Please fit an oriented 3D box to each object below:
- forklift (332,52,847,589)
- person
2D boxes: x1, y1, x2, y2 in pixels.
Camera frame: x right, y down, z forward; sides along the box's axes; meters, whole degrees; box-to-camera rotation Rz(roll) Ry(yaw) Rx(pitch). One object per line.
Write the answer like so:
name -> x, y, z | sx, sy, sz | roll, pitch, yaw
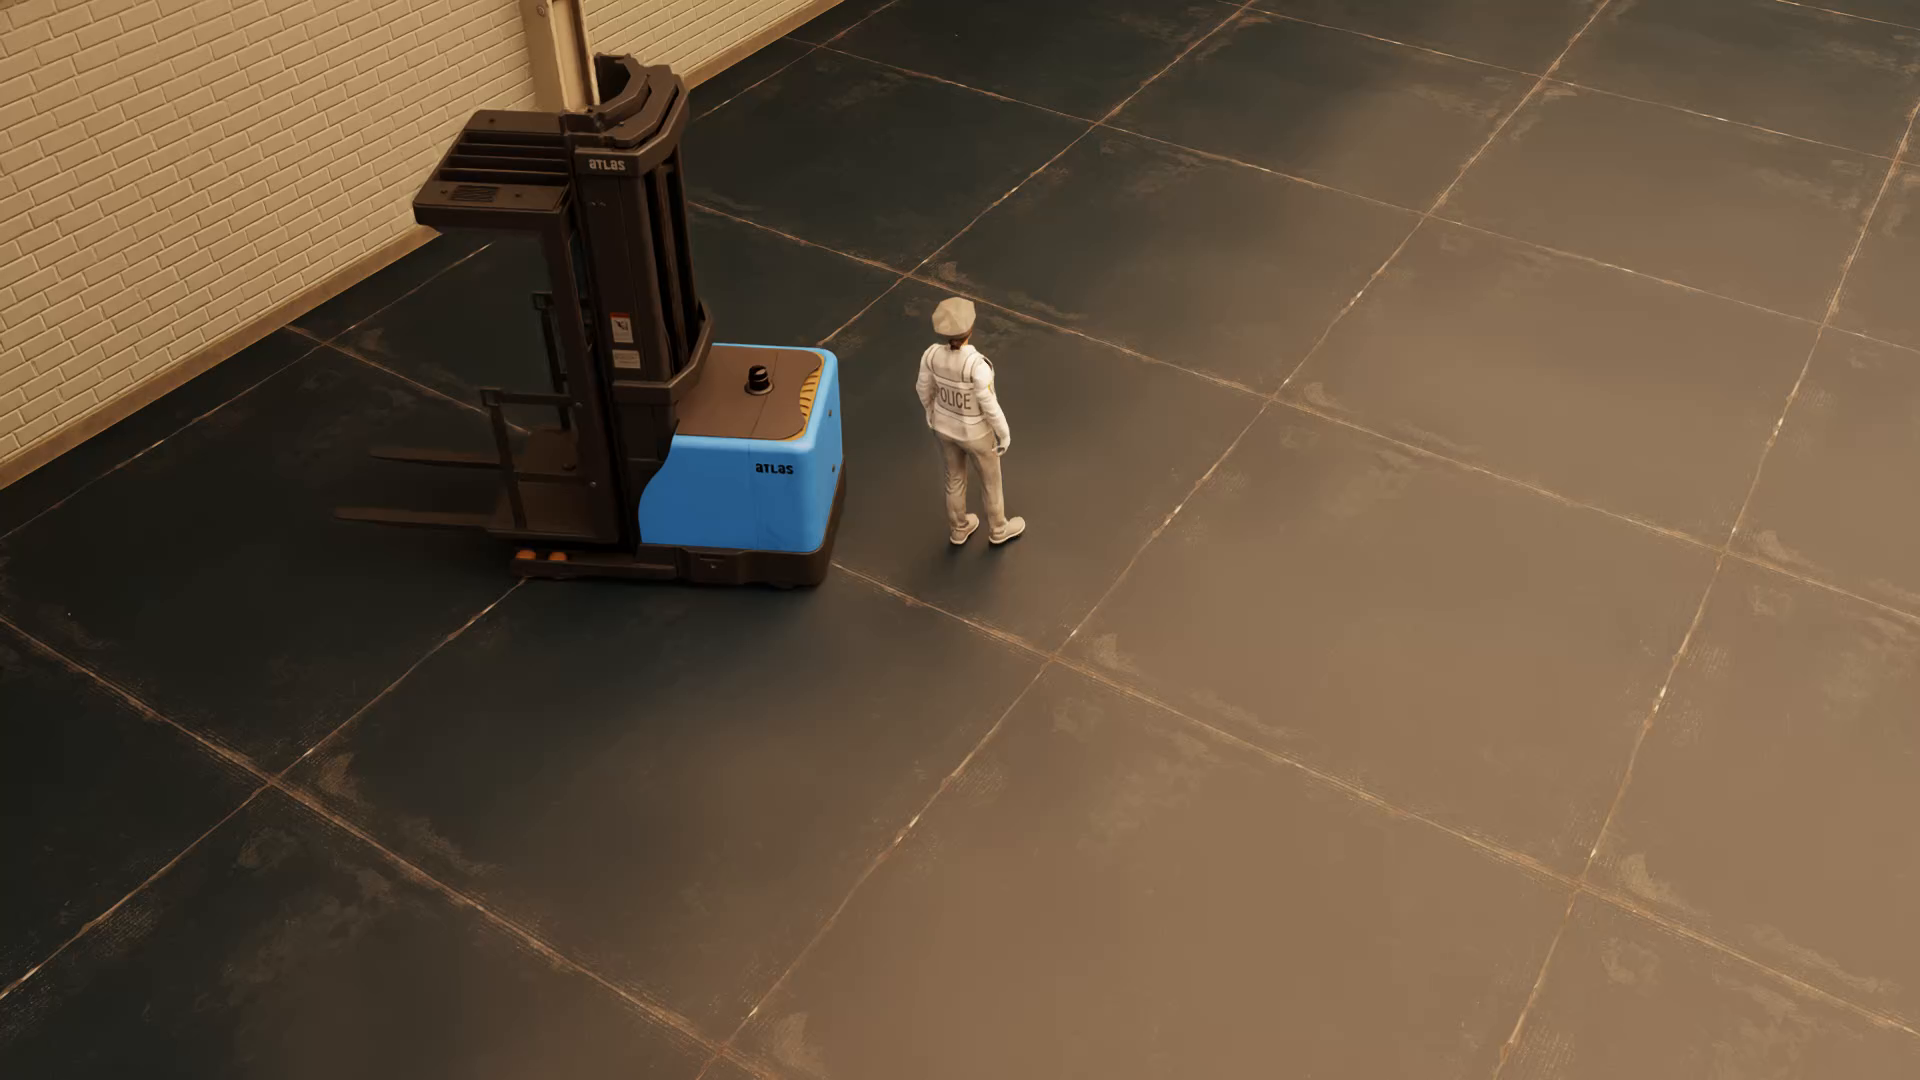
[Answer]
forklift -> -2.265, -1.219, 9.406 | 3.031, 2.935, 1.130 | 3, 40, 4
person -> 0.047, -0.698, 9.749 | 0.598, 1.693, 0.497 | 21, 45, 23
